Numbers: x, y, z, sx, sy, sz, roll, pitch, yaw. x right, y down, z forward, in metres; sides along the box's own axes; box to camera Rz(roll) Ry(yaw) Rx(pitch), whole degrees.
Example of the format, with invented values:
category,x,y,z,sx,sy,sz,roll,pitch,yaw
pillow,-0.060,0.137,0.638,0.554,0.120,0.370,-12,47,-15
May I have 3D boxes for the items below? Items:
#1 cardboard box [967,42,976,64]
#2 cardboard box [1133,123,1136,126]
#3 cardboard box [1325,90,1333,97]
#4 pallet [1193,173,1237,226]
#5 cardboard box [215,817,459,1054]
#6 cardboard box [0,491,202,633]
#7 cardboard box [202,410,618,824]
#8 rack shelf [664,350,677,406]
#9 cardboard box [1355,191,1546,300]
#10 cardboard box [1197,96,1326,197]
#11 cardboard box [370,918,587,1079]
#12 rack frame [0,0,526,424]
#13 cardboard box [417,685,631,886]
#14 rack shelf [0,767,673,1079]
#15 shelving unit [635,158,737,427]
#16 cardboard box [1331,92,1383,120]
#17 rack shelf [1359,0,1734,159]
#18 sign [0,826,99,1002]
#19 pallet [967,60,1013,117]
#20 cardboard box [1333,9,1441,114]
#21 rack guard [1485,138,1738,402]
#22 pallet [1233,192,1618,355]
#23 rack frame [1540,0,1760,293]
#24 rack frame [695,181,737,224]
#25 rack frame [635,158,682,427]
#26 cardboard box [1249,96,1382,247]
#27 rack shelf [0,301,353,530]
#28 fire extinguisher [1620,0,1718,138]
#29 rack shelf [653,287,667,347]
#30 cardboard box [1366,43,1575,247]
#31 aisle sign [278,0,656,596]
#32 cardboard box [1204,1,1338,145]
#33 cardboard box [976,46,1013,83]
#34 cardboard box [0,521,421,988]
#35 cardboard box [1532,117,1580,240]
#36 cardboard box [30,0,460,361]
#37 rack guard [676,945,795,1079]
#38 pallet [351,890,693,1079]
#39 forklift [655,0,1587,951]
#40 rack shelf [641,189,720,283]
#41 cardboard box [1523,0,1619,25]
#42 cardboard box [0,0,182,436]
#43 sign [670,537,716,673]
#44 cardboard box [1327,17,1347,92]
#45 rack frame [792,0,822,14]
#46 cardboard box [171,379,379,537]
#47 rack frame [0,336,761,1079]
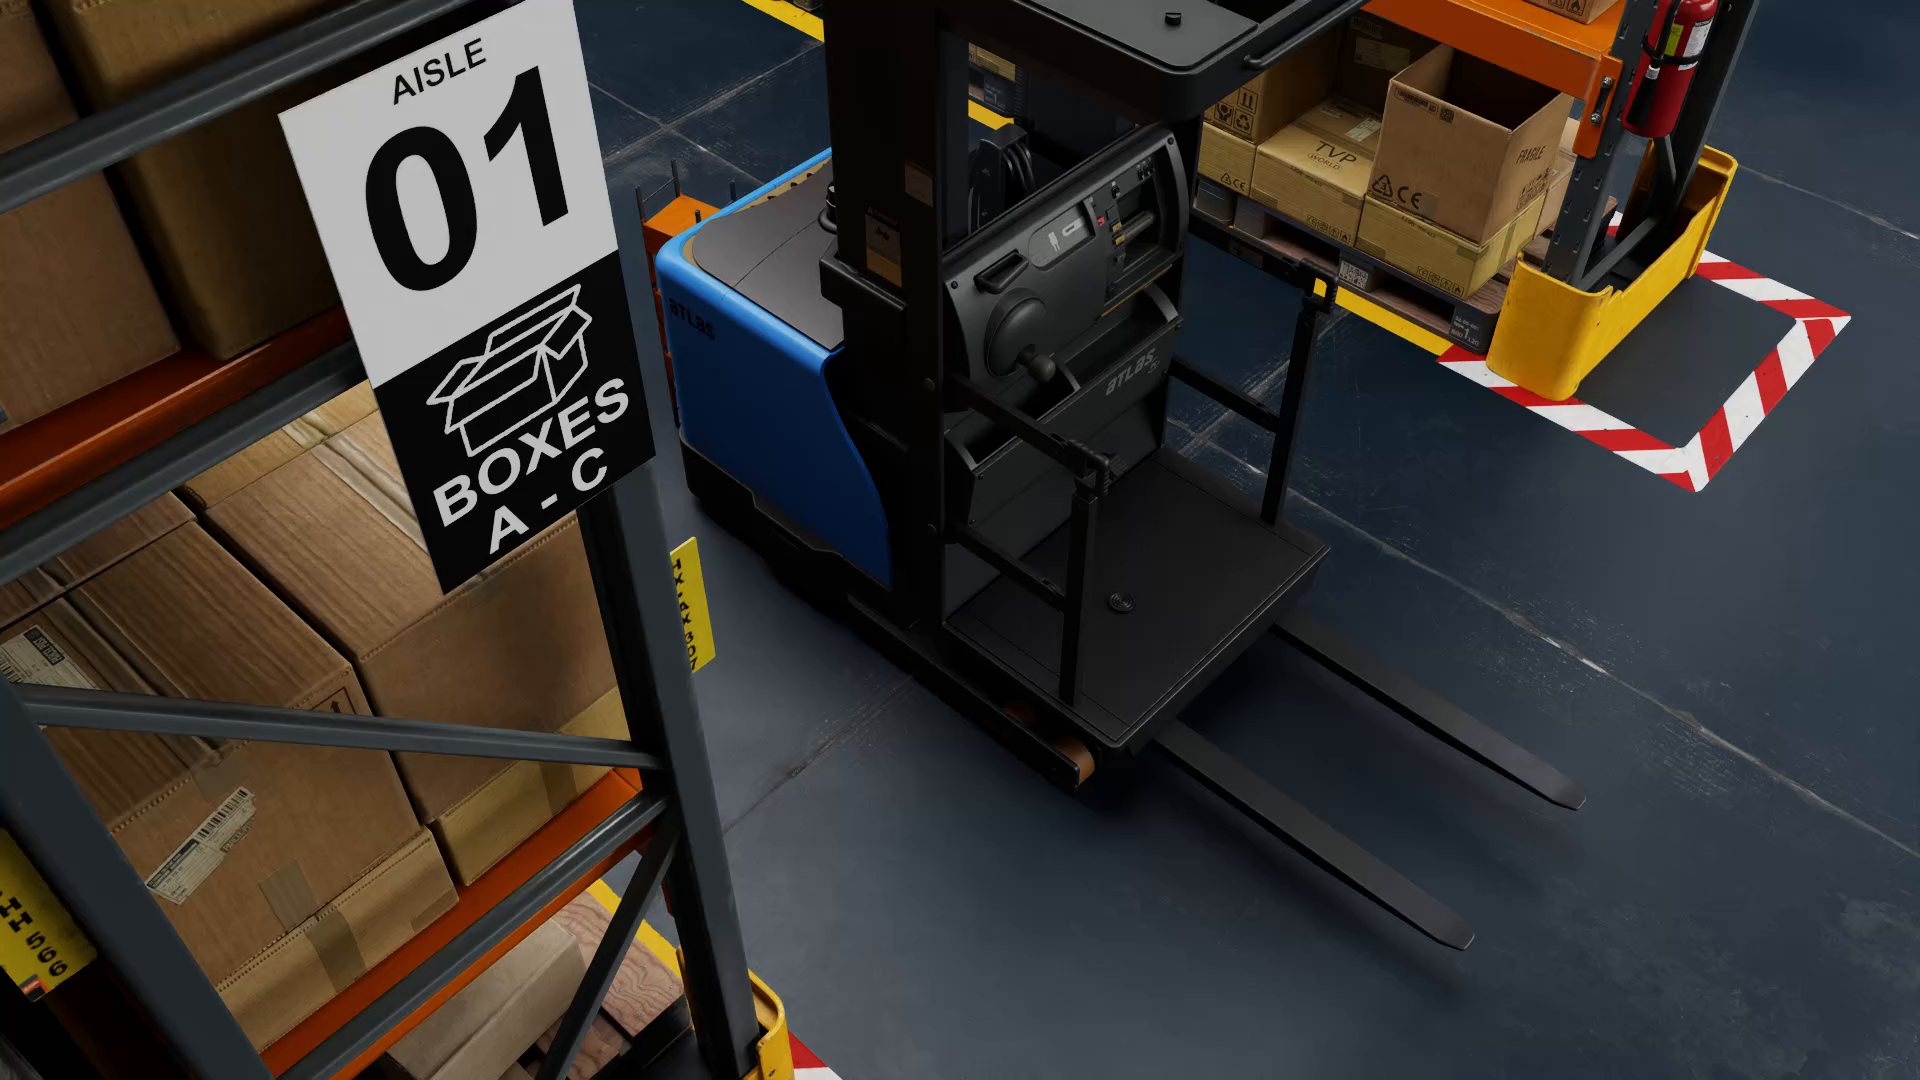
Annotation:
category,x,y,z,sx,sy,sz,roll,pitch,yaw
cardboard box,0.056,-2.475,7.615,0.500,0.250,0.500,34,55,28
cardboard box,0.791,-1.981,7.151,0.500,0.250,0.500,34,55,28
cardboard box,1.516,-2.016,7.184,0.500,0.250,0.500,34,55,28
pallet,1.013,-1.941,7.428,1.213,0.211,1.003,34,55,28
cardboard box,-1.336,0.636,3.184,0.500,0.250,0.500,35,56,28
cardboard box,-1.715,0.134,3.142,0.500,0.500,0.500,35,56,28
cardboard box,-1.008,0.110,3.164,0.500,0.500,0.500,34,55,28
rack shelf,-0.892,-0.596,5.985,0.240,0.259,0.215,24,51,21
cardboard box,1.901,-1.246,6.460,0.500,0.250,0.500,34,55,28
cardboard box,1.157,-1.733,6.918,0.500,0.250,0.500,34,55,28
cardboard box,-1.309,1.099,4.204,0.500,0.311,0.500,28,53,24
rack frame,-0.861,-1.334,0.830,0.127,3.000,1.000,34,55,28
cardboard box,-1.004,0.352,3.451,0.500,0.250,0.500,32,55,27
rack shelf,-2.331,-0.024,4.208,4.000,0.370,1.077,34,55,28
shelving unit,-0.892,-0.794,5.775,0.252,1.050,0.215,24,51,21
cardboard box,1.883,-1.769,6.951,0.500,0.250,0.500,34,55,28
rack shelf,1.026,-2.679,6.701,4.000,0.370,1.077,34,55,28
sign,-1.252,0.502,2.210,0.005,0.325,0.100,34,55,28
pallet,0.112,-2.544,7.994,1.213,0.211,1.003,34,55,28
cardboard box,1.884,-2.026,6.679,0.500,0.500,0.500,34,55,28
rack guard,2.513,-1.069,6.411,0.348,0.500,1.175,34,55,28
pallet,1.905,-1.338,6.861,1.213,0.211,1.003,34,55,28
rack frame,2.496,-1.937,5.511,0.127,3.000,1.000,34,55,28
rack frame,-0.789,-0.747,5.731,0.008,1.050,0.200,24,51,21
rack frame,-0.996,-0.841,5.819,0.008,1.050,0.200,24,51,21
cardboard box,1.526,-1.487,6.686,0.500,0.250,0.500,34,55,28
rack shelf,-2.331,-1.050,3.115,4.000,0.370,1.077,34,55,28
fire extinguisher,2.268,-1.603,5.250,0.183,0.674,0.296,34,55,28
rack shelf,-0.892,-0.786,5.783,0.240,0.259,0.215,24,51,21
cardboard box,1.900,-1.502,6.186,0.500,0.500,0.500,34,55,28
aisle sign,-0.605,-0.296,2.187,0.004,0.787,0.394,34,55,28
cardboard box,1.155,-1.988,6.643,0.500,0.500,0.500,34,55,28
cardboard box,0.419,-2.225,7.380,0.500,0.250,0.500,34,55,28
cardboard box,-1.352,0.388,2.903,0.500,0.500,0.500,33,55,27
cardboard box,2.253,-1.523,6.721,0.500,0.250,0.500,34,55,28
cardboard box,-0.937,-0.648,2.161,0.500,0.500,0.500,35,56,29
rack guard,-0.917,1.537,3.964,0.348,0.500,1.175,34,55,28
pallet,-1.490,1.215,4.464,1.213,0.211,1.003,34,55,28
forklift,0.460,-0.690,4.387,3.031,2.935,1.130,34,56,28
rack shelf,-0.892,-0.981,5.576,0.240,0.259,0.215,24,51,21
cardboard box,2.161,-2.208,5.697,0.500,0.500,0.700,34,55,28
cardboard box,-1.340,-0.419,1.946,0.500,0.500,0.500,-34,56,-28
sign,-0.493,0.132,2.975,0.005,0.325,0.100,34,55,28
cardboard box,1.508,-2.267,6.904,0.500,0.500,0.500,34,55,28
rack frame,-0.444,-3.914,7.368,0.127,3.000,1.000,34,55,28
cardboard box,-1.365,-0.140,3.399,0.500,0.500,0.500,34,55,28
rack frame,-0.861,0.719,3.017,0.127,3.000,1.000,34,55,28
